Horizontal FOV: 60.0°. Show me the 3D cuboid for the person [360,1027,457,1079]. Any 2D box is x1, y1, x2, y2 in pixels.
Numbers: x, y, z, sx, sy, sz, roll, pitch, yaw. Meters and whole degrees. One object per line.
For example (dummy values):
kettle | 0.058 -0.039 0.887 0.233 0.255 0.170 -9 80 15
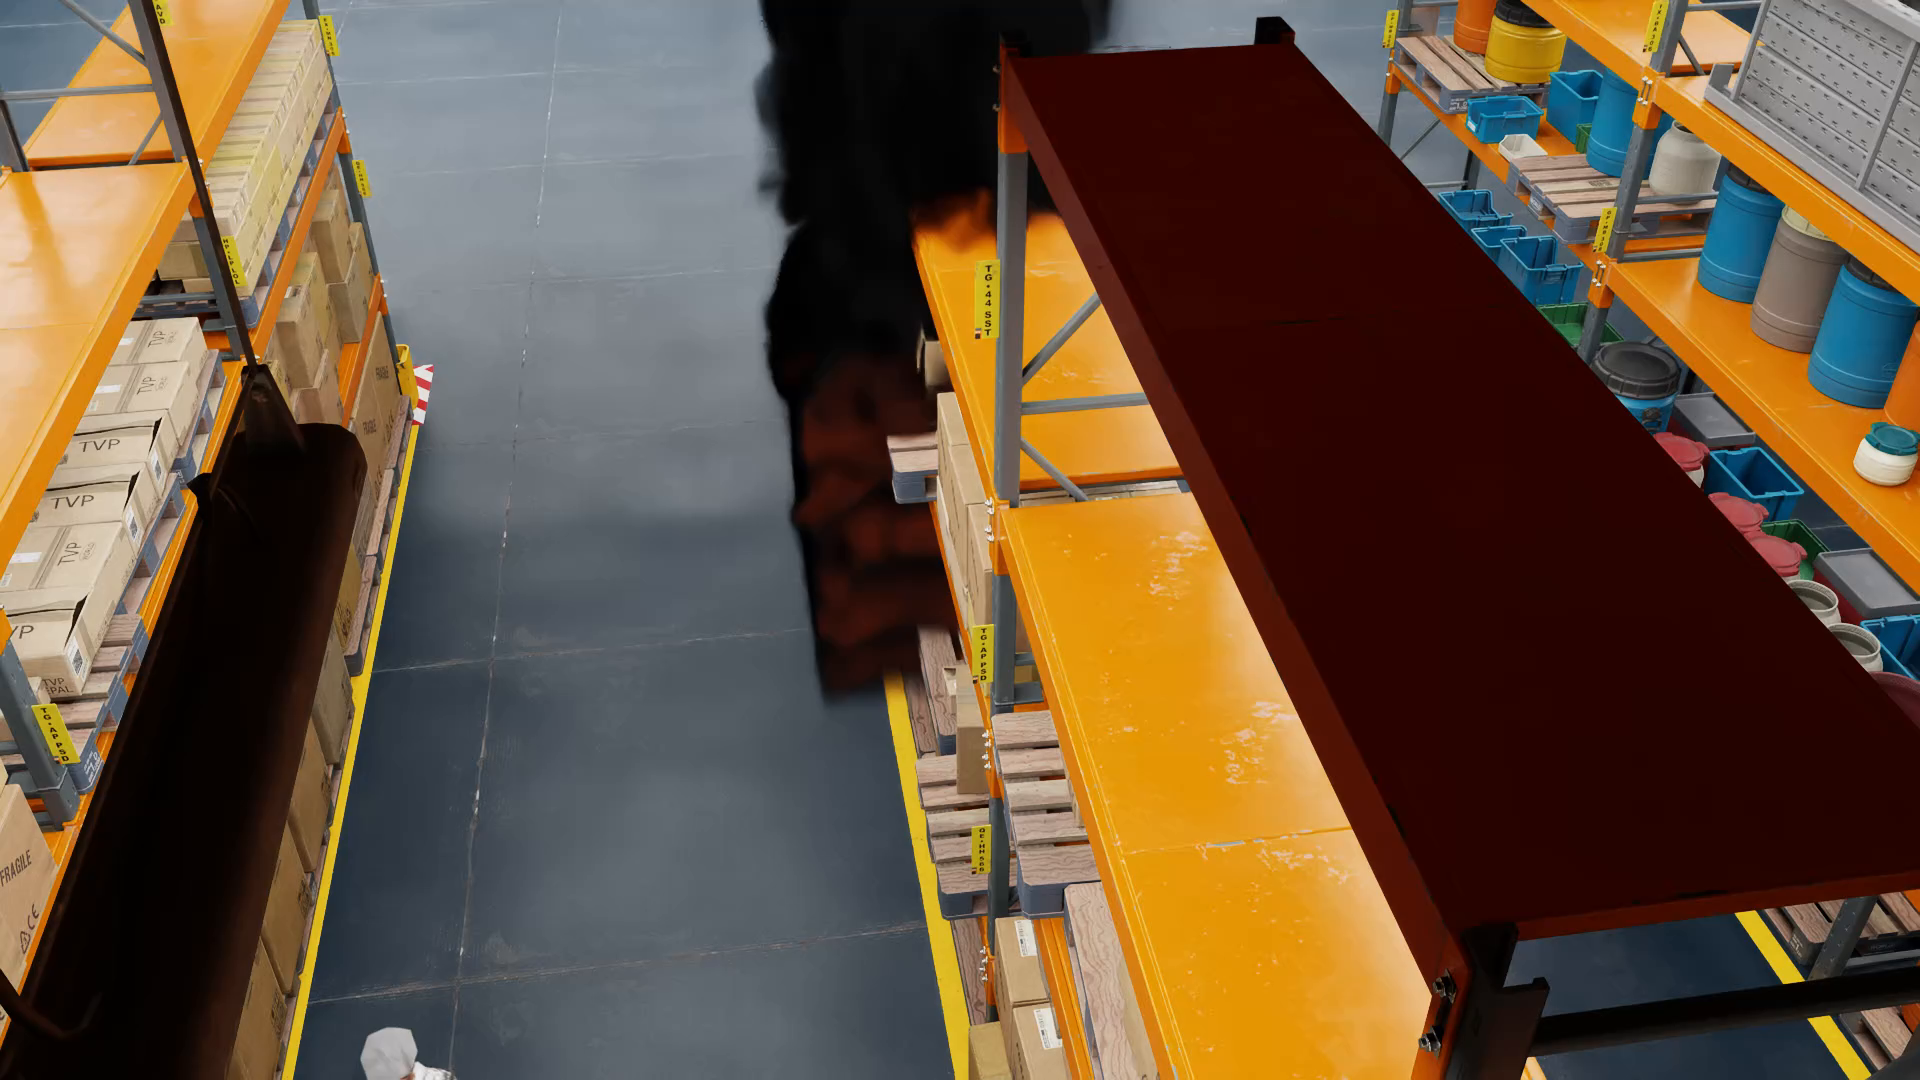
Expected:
person | -2.551 2.923 7.945 0.662 1.764 0.989 -7 37 -9
